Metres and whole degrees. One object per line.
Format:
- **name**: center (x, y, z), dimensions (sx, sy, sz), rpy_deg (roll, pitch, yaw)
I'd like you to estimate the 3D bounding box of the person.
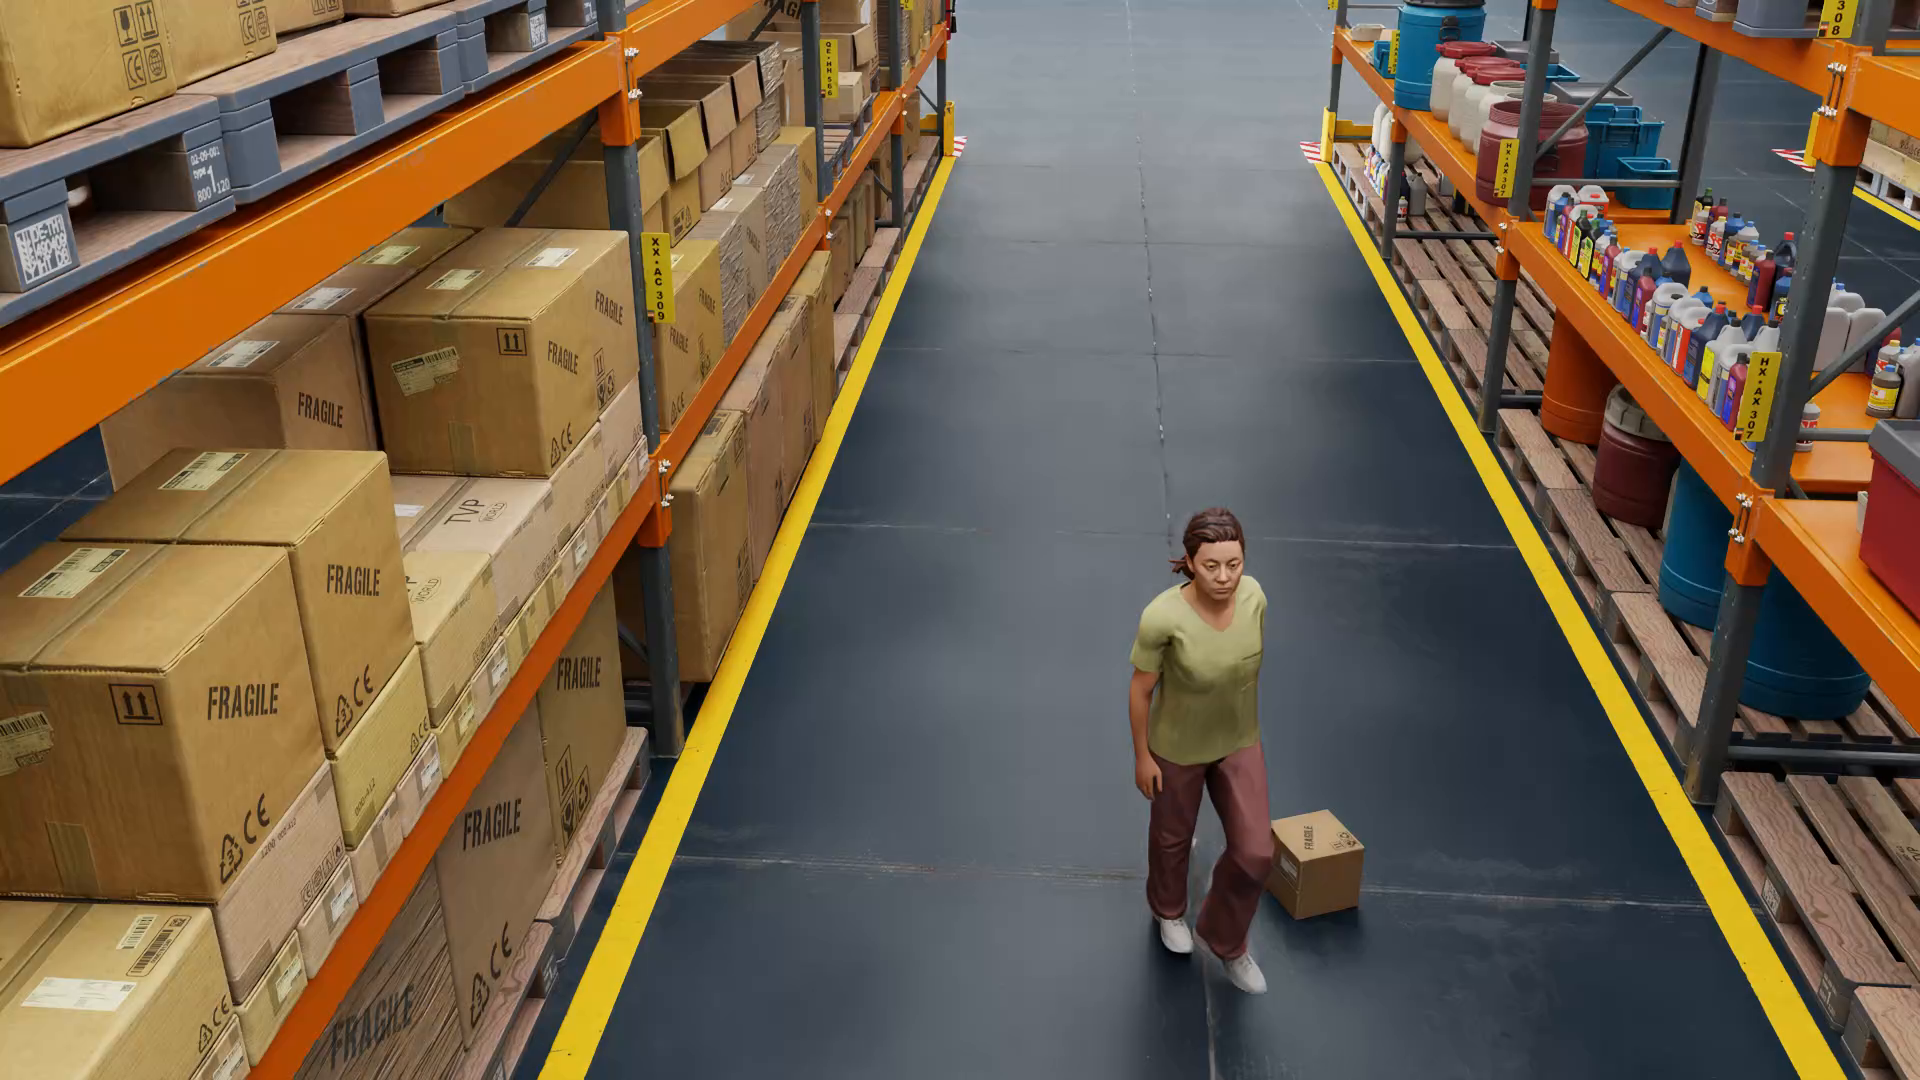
- **person**: center (0.731, 0.647, 5.209), dimensions (0.473, 1.688, 0.539), rpy_deg (-5, 25, -11)
